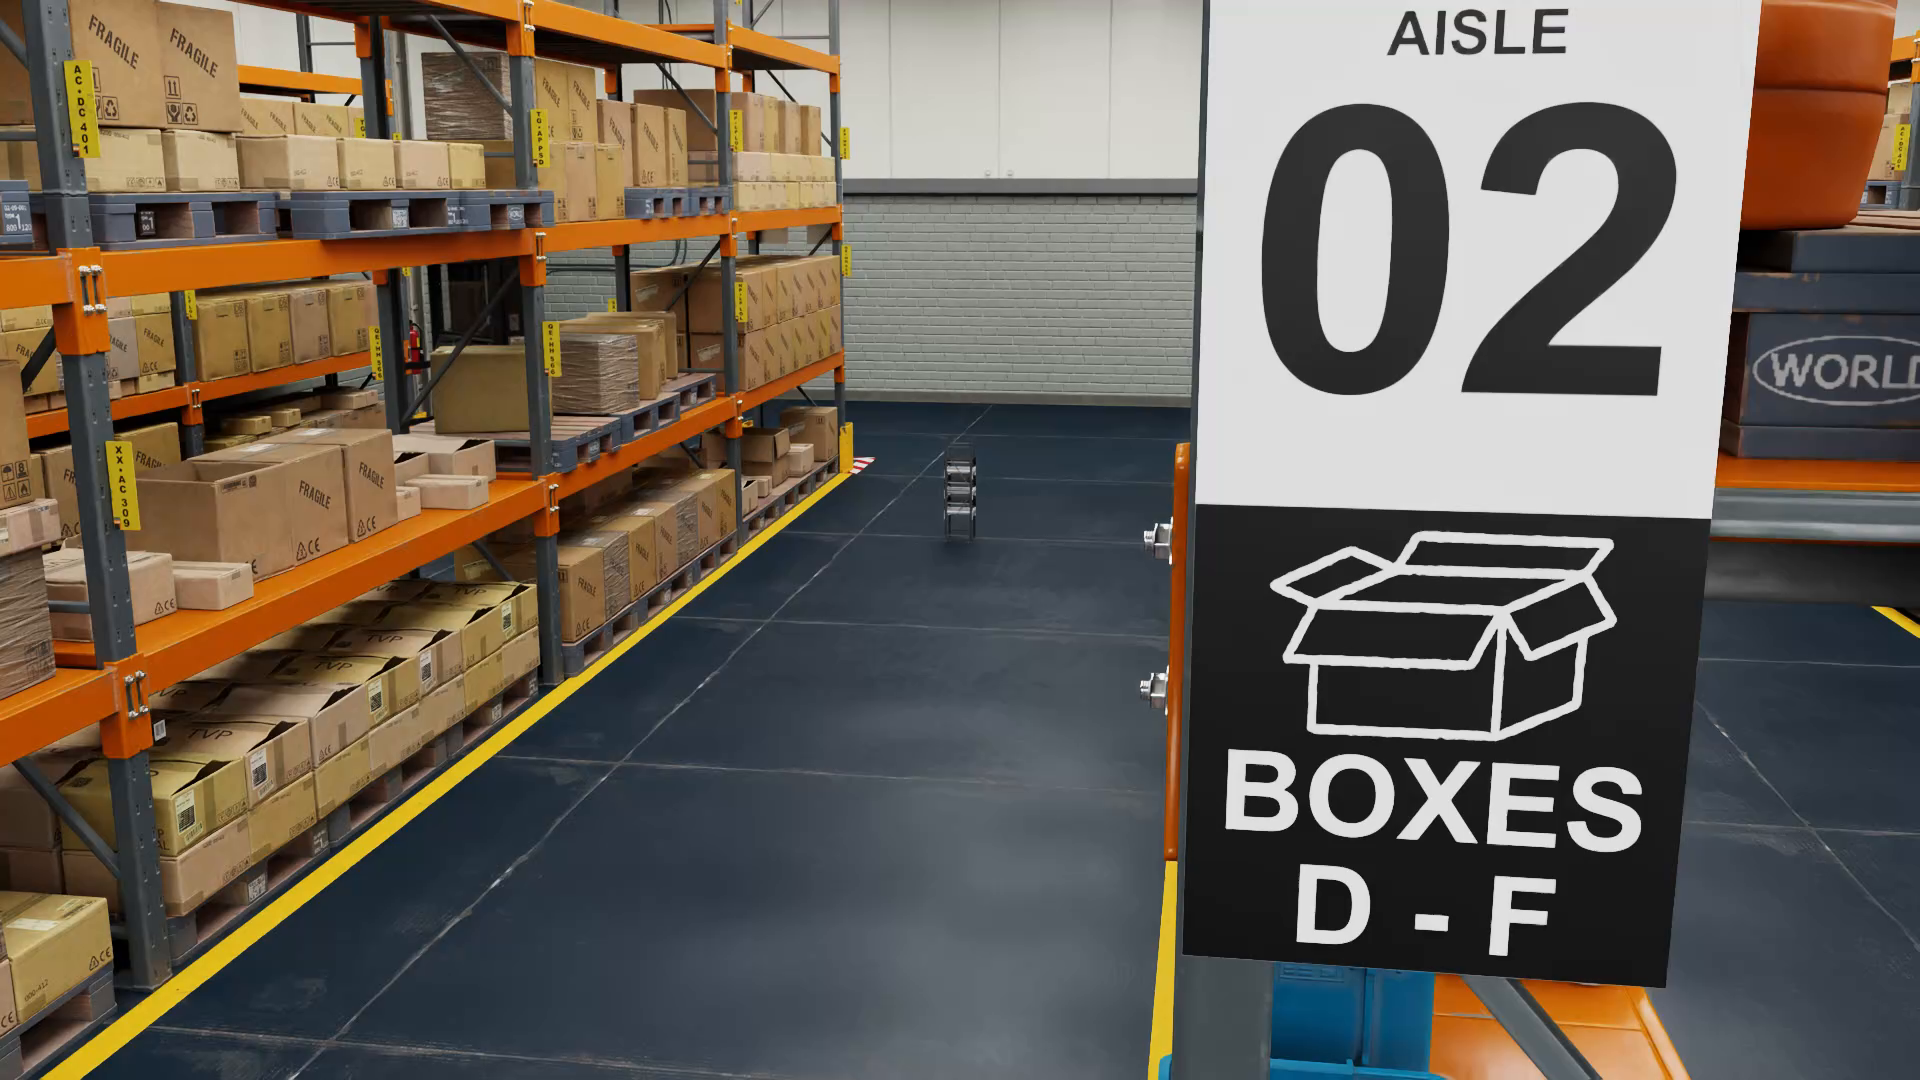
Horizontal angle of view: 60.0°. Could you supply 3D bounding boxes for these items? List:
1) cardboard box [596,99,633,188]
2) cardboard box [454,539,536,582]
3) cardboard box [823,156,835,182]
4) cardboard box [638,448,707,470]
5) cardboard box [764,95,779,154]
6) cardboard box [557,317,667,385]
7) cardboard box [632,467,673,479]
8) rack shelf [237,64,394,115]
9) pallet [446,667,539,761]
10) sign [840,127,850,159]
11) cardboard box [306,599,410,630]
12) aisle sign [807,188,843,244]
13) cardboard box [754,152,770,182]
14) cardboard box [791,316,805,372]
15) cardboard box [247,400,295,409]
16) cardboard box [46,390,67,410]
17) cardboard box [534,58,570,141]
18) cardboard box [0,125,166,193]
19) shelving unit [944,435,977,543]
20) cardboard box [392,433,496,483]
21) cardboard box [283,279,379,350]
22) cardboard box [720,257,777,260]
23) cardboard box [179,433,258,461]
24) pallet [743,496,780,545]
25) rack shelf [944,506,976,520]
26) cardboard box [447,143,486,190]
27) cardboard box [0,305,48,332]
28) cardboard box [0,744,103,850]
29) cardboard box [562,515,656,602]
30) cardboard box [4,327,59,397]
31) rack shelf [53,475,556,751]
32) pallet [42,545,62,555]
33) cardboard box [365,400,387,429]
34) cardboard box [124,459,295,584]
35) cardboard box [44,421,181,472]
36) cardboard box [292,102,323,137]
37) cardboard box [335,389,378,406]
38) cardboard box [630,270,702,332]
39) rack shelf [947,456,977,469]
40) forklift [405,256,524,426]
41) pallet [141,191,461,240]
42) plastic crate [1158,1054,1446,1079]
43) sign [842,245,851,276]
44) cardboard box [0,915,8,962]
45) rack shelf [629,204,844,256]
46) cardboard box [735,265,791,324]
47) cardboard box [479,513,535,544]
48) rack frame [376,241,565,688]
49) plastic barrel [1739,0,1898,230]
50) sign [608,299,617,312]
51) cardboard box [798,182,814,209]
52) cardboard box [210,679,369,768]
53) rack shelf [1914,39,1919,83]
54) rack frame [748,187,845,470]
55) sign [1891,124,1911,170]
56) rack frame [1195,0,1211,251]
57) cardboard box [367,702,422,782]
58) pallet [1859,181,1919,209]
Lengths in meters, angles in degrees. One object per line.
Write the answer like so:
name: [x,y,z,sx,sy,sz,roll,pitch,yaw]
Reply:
cardboard box: [-2.712,-2.807,11.805,0.600,0.600,0.600,1,12,6]
cardboard box: [-3.063,0.220,11.242,0.500,0.500,0.500,2,12,11]
cardboard box: [-1.571,-3.772,16.927,0.500,0.250,0.500,2,12,9]
cardboard box: [-2.552,-0.538,14.760,0.500,0.500,0.500,2,12,9]
cardboard box: [-2.034,-3.728,14.939,0.700,0.500,0.500,2,12,9]
cardboard box: [-2.696,-1.435,12.798,0.700,0.500,0.500,4,13,18]
cardboard box: [-2.674,-0.318,13.737,0.500,0.500,0.500,1,12,6]
rack shelf: [-6.947,-4.379,16.109,1.077,0.370,4.000,2,12,9]
pallet: [-3.140,0.949,9.591,1.003,0.211,1.213,2,12,9]
sign: [-1.199,-4.127,17.302,0.100,0.325,0.005,2,12,9]
cardboard box: [-3.418,0.489,9.303,0.500,0.311,0.500,2,12,7]
aisle sign: [-1.431,-3.525,17.560,0.394,0.787,0.004,2,12,9]
cardboard box: [-1.964,-3.252,14.513,0.500,0.250,0.500,2,12,9]
cardboard box: [-1.780,-1.880,15.861,0.500,0.500,0.500,2,12,8]
cardboard box: [-7.020,-1.330,16.941,0.380,0.149,0.250,2,12,9]
cardboard box: [-7.266,-1.122,13.126,0.380,0.149,0.250,2,12,7]
cardboard box: [-2.823,-2.786,10.568,0.500,0.500,0.500,2,12,9]
cardboard box: [-3.485,-1.478,6.472,0.500,0.250,0.500,3,13,15]
shelving unit: [0.001,-0.442,14.406,0.258,0.900,0.210,2,12,9]
cardboard box: [-3.074,-0.467,9.751,0.500,0.311,0.500,3,12,12]
cardboard box: [-6.708,-2.450,18.029,0.980,0.700,0.700,2,12,11]
cardboard box: [-2.146,-2.595,16.803,0.500,0.500,0.500,2,12,9]
cardboard box: [-7.038,-0.713,15.617,0.700,0.500,0.500,2,12,9]
pallet: [-2.253,-0.197,14.907,1.003,0.211,1.213,2,12,9]
rack shelf: [0.001,-0.233,14.451,0.258,0.077,0.200,2,12,9]
cardboard box: [-2.989,-2.087,9.295,0.500,0.250,0.500,1,12,4]
cardboard box: [-7.318,-1.724,12.601,0.500,0.250,0.500,2,12,7]
cardboard box: [-3.811,1.019,6.844,0.500,0.311,0.500,2,12,9]
cardboard box: [-2.465,0.123,11.691,0.500,0.500,0.500,2,12,8]
cardboard box: [-7.303,-1.362,12.702,0.500,0.500,0.500,2,12,10]
rack shelf: [-3.282,0.183,8.231,1.077,0.370,4.000,2,12,9]
pallet: [-7.484,0.204,13.047,1.003,0.211,1.213,2,12,9]
cardboard box: [-6.648,-1.244,18.083,0.700,0.500,0.500,2,12,9]
cardboard box: [-3.374,-0.070,7.461,0.500,0.500,0.500,3,12,13]
cardboard box: [-7.226,-0.592,14.226,0.750,0.750,0.750,2,12,9]
cardboard box: [-6.642,-4.050,16.386,0.500,0.500,0.500,1,12,6]
cardboard box: [-6.488,-1.529,17.863,0.380,0.149,0.250,2,12,8]
cardboard box: [-2.537,-2.069,14.362,0.500,0.500,0.500,2,12,9]
rack shelf: [0.001,-0.673,14.357,0.258,0.077,0.200,2,12,9]
forklift: [-4.922,-1.795,15.867,1.130,2.935,3.031,11,16,40]
pallet: [-3.160,-1.582,8.041,1.003,0.211,1.213,2,12,11]
plastic crate: [0.576,1.066,2.781,0.499,0.251,0.408,2,12,9]
sign: [-1.199,-2.948,17.556,0.100,0.325,0.005,2,12,9]
cardboard box: [-3.533,1.228,5.427,0.500,0.500,0.500,2,12,9]
rack shelf: [-2.052,-2.948,15.642,1.077,0.370,4.000,2,12,9]
cardboard box: [-1.850,-2.258,15.242,0.500,0.500,0.500,2,12,7]
cardboard box: [-3.058,-0.159,11.218,0.500,0.250,0.500,2,12,11]
rack frame: [-2.974,-0.585,10.087,1.000,3.000,0.127,2,12,9]
plastic barrel: [0.638,-0.745,1.694,0.600,0.830,0.708,2,12,9]
sign: [-2.897,-1.857,13.933,0.100,0.325,0.005,2,12,9]
cardboard box: [-1.714,-3.319,16.012,0.500,0.250,0.500,2,12,9]
cardboard box: [-3.119,0.823,7.754,0.500,0.311,0.500,1,12,7]
rack shelf: [7.121,-3.065,10.011,1.077,0.370,4.000,2,12,9]
rack frame: [-1.744,-2.250,17.814,1.000,3.000,0.127,2,12,9]
sign: [6.880,-2.871,12.160,0.100,0.325,0.005,2,12,9]
rack frame: [0.689,-1.691,0.979,1.000,3.000,0.127,2,12,9]
cardboard box: [-3.047,0.991,8.306,0.500,0.250,0.500,2,12,10]
pallet: [7.565,-2.689,12.939,1.003,0.211,1.213,2,12,9]
